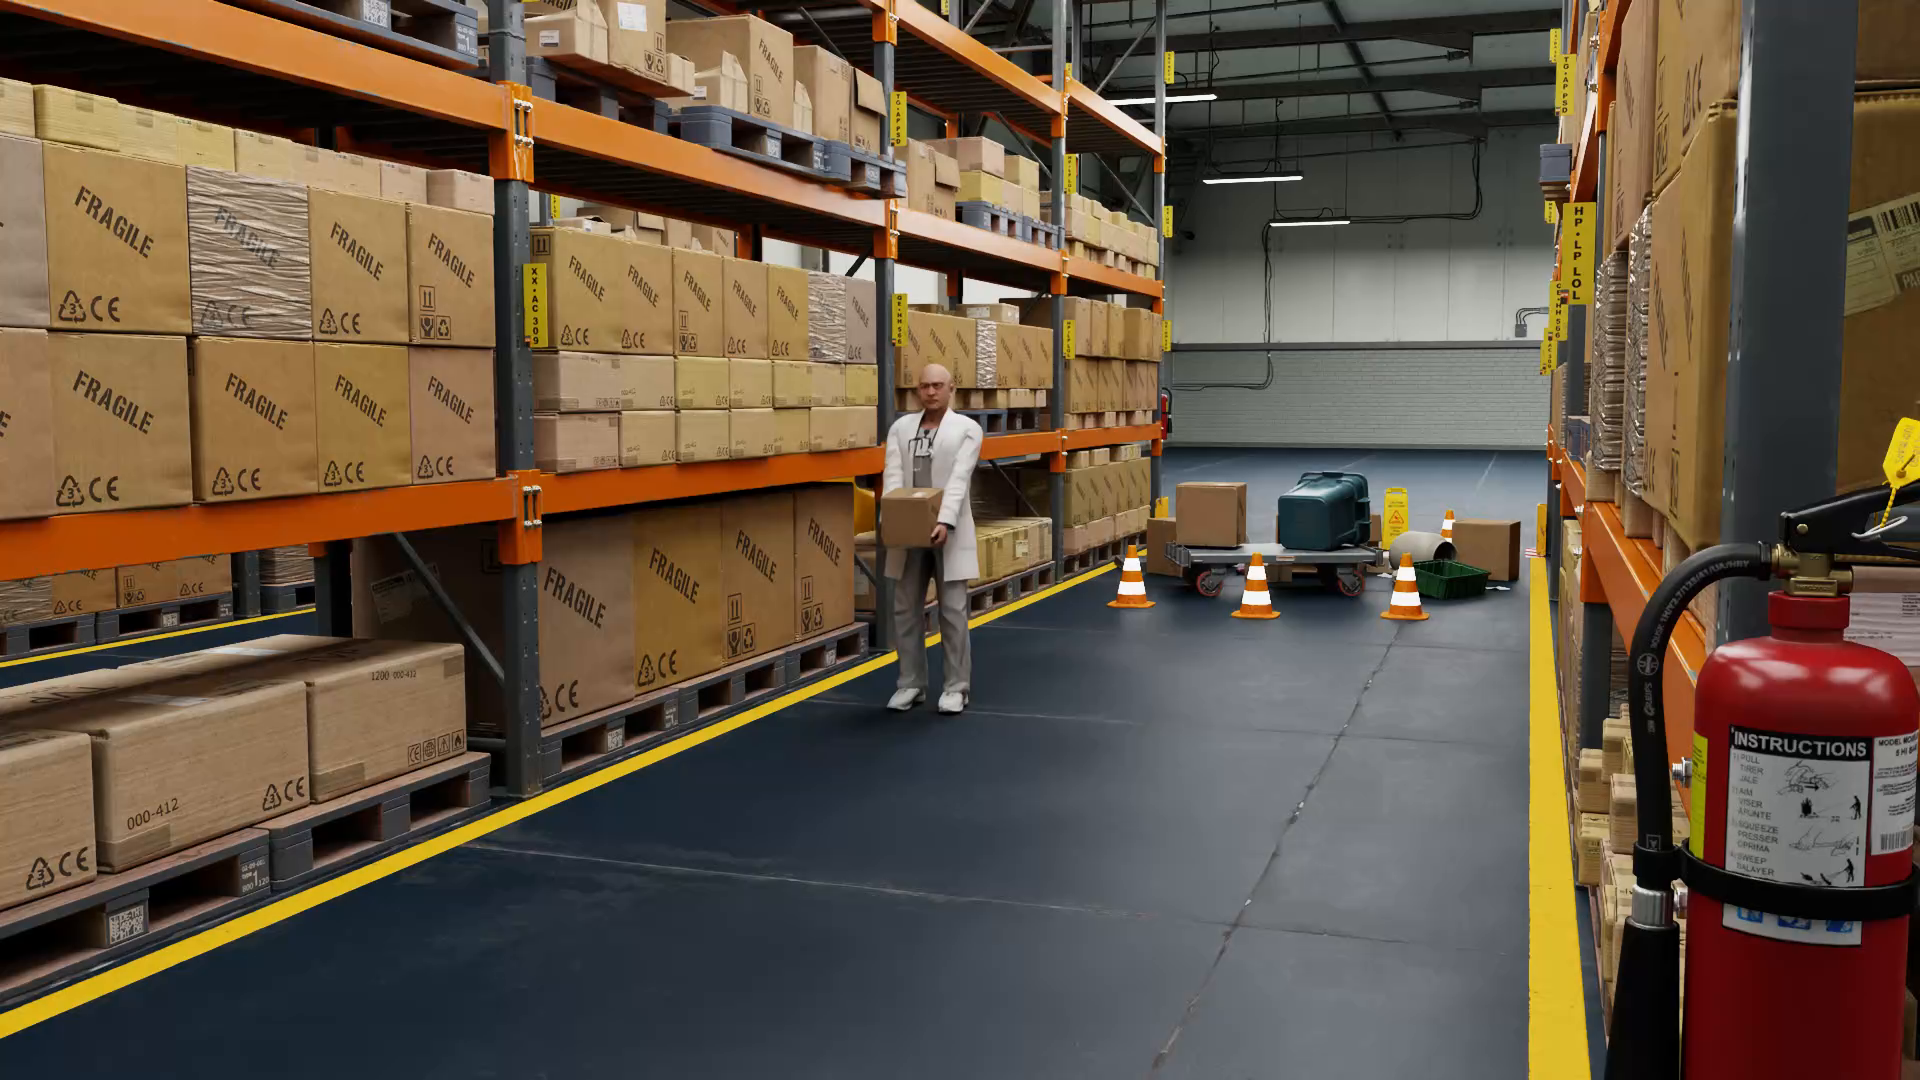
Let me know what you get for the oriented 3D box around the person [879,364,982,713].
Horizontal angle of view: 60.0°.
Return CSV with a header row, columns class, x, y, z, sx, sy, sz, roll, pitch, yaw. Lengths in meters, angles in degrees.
class,x,y,z,sx,sy,sz,roll,pitch,yaw
person,-0.173,-0.004,8.498,0.528,1.781,0.564,2,5,18
